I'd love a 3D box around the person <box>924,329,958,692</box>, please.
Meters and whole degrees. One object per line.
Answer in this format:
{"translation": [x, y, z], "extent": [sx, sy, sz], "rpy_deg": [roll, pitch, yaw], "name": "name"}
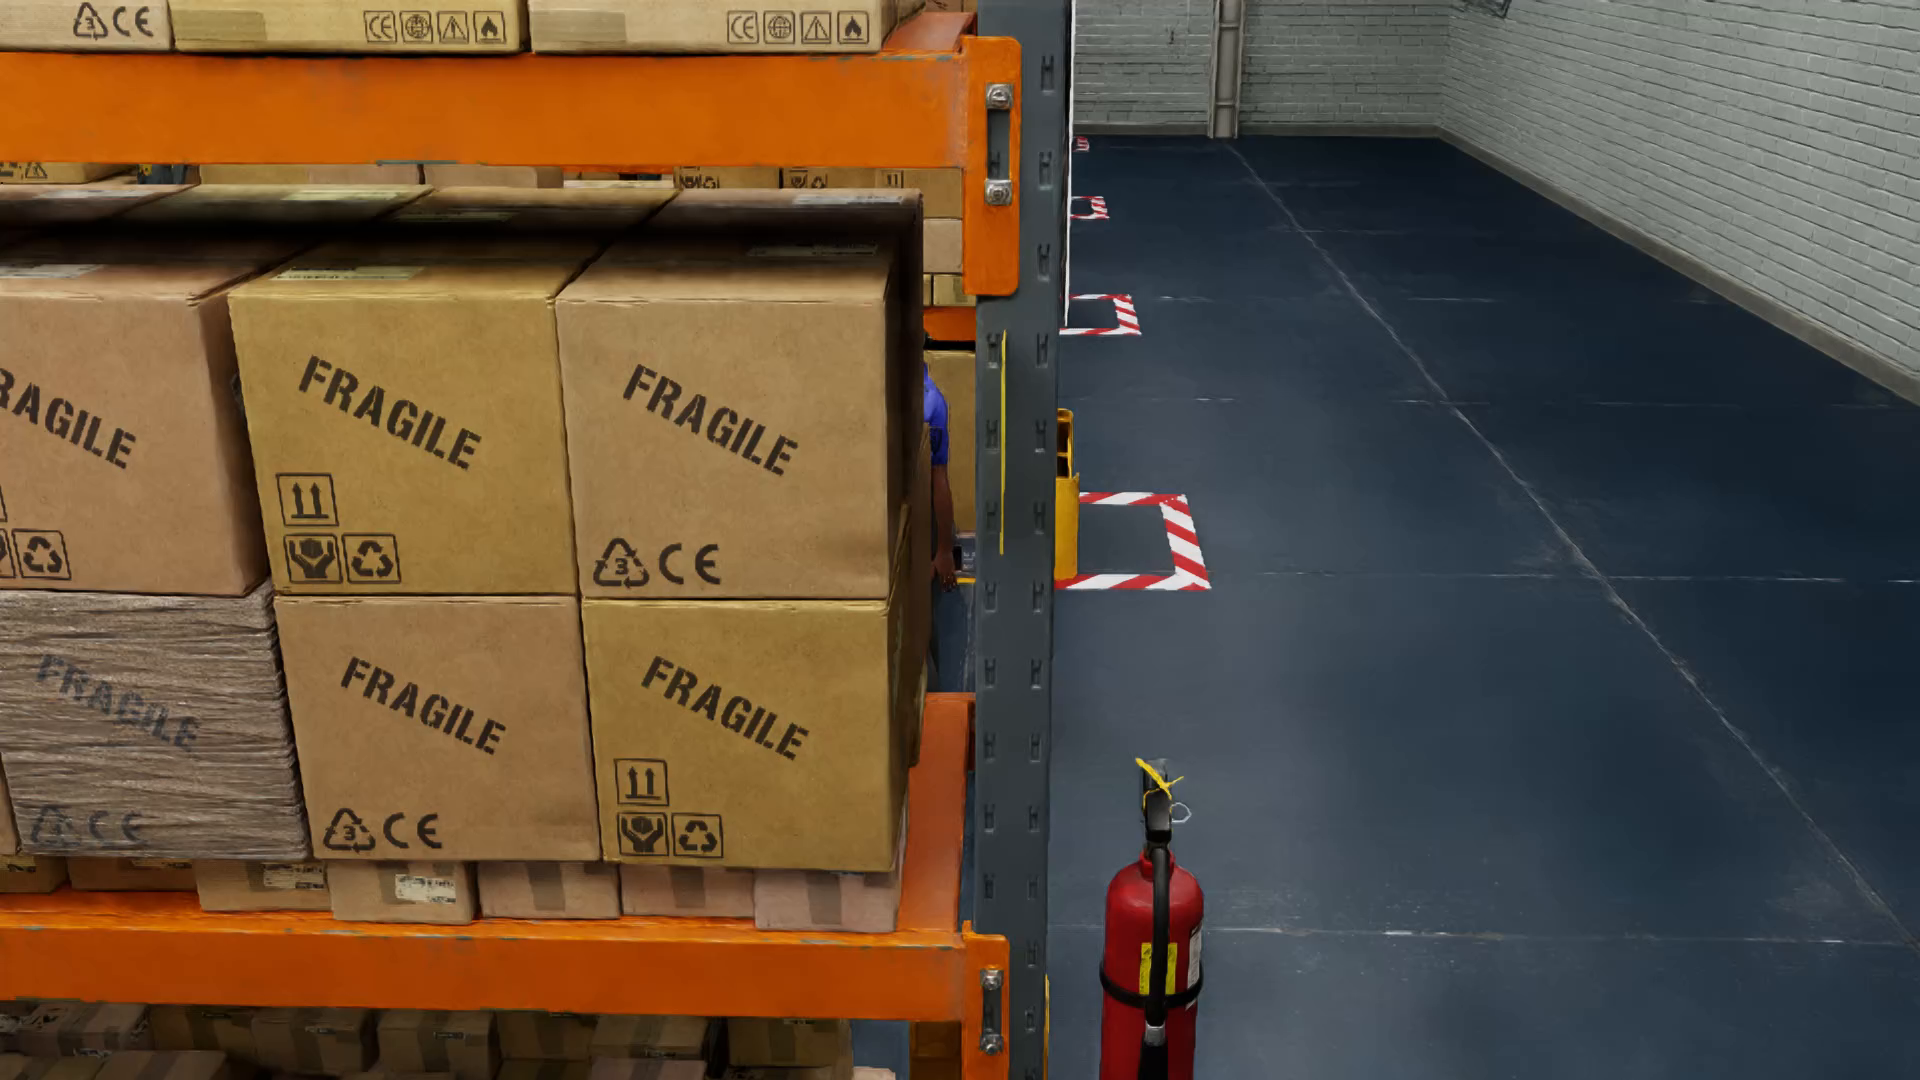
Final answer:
{"translation": [-0.225, 0.008, 6.029], "extent": [0.426, 1.647, 0.649], "rpy_deg": [-5, 21, -12], "name": "person"}
